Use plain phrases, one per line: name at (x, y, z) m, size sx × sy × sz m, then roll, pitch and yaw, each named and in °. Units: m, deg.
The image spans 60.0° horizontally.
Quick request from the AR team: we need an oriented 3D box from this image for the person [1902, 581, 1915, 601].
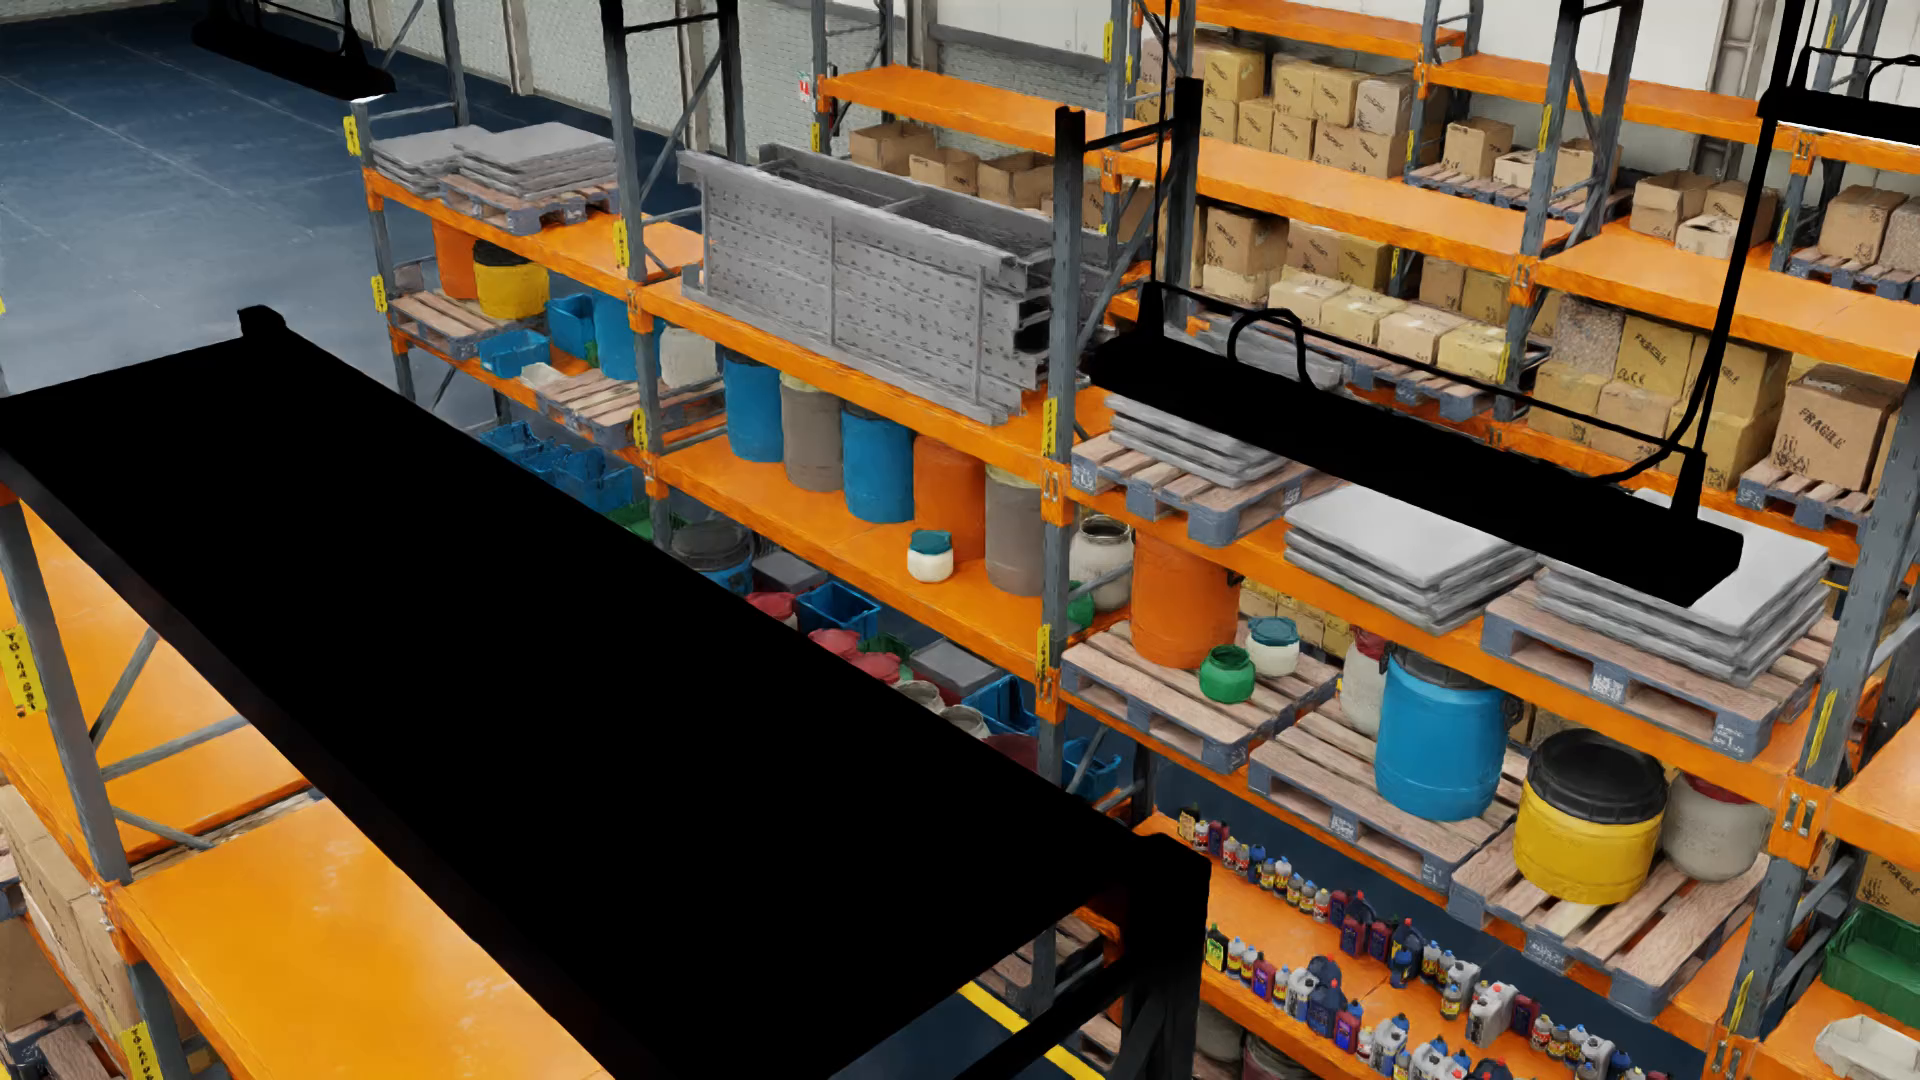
person at (8.534, 0.294, 14.453) m, size 0.607 × 1.752 × 0.456 m, roll 8°, pitch 29°, yaw 15°
